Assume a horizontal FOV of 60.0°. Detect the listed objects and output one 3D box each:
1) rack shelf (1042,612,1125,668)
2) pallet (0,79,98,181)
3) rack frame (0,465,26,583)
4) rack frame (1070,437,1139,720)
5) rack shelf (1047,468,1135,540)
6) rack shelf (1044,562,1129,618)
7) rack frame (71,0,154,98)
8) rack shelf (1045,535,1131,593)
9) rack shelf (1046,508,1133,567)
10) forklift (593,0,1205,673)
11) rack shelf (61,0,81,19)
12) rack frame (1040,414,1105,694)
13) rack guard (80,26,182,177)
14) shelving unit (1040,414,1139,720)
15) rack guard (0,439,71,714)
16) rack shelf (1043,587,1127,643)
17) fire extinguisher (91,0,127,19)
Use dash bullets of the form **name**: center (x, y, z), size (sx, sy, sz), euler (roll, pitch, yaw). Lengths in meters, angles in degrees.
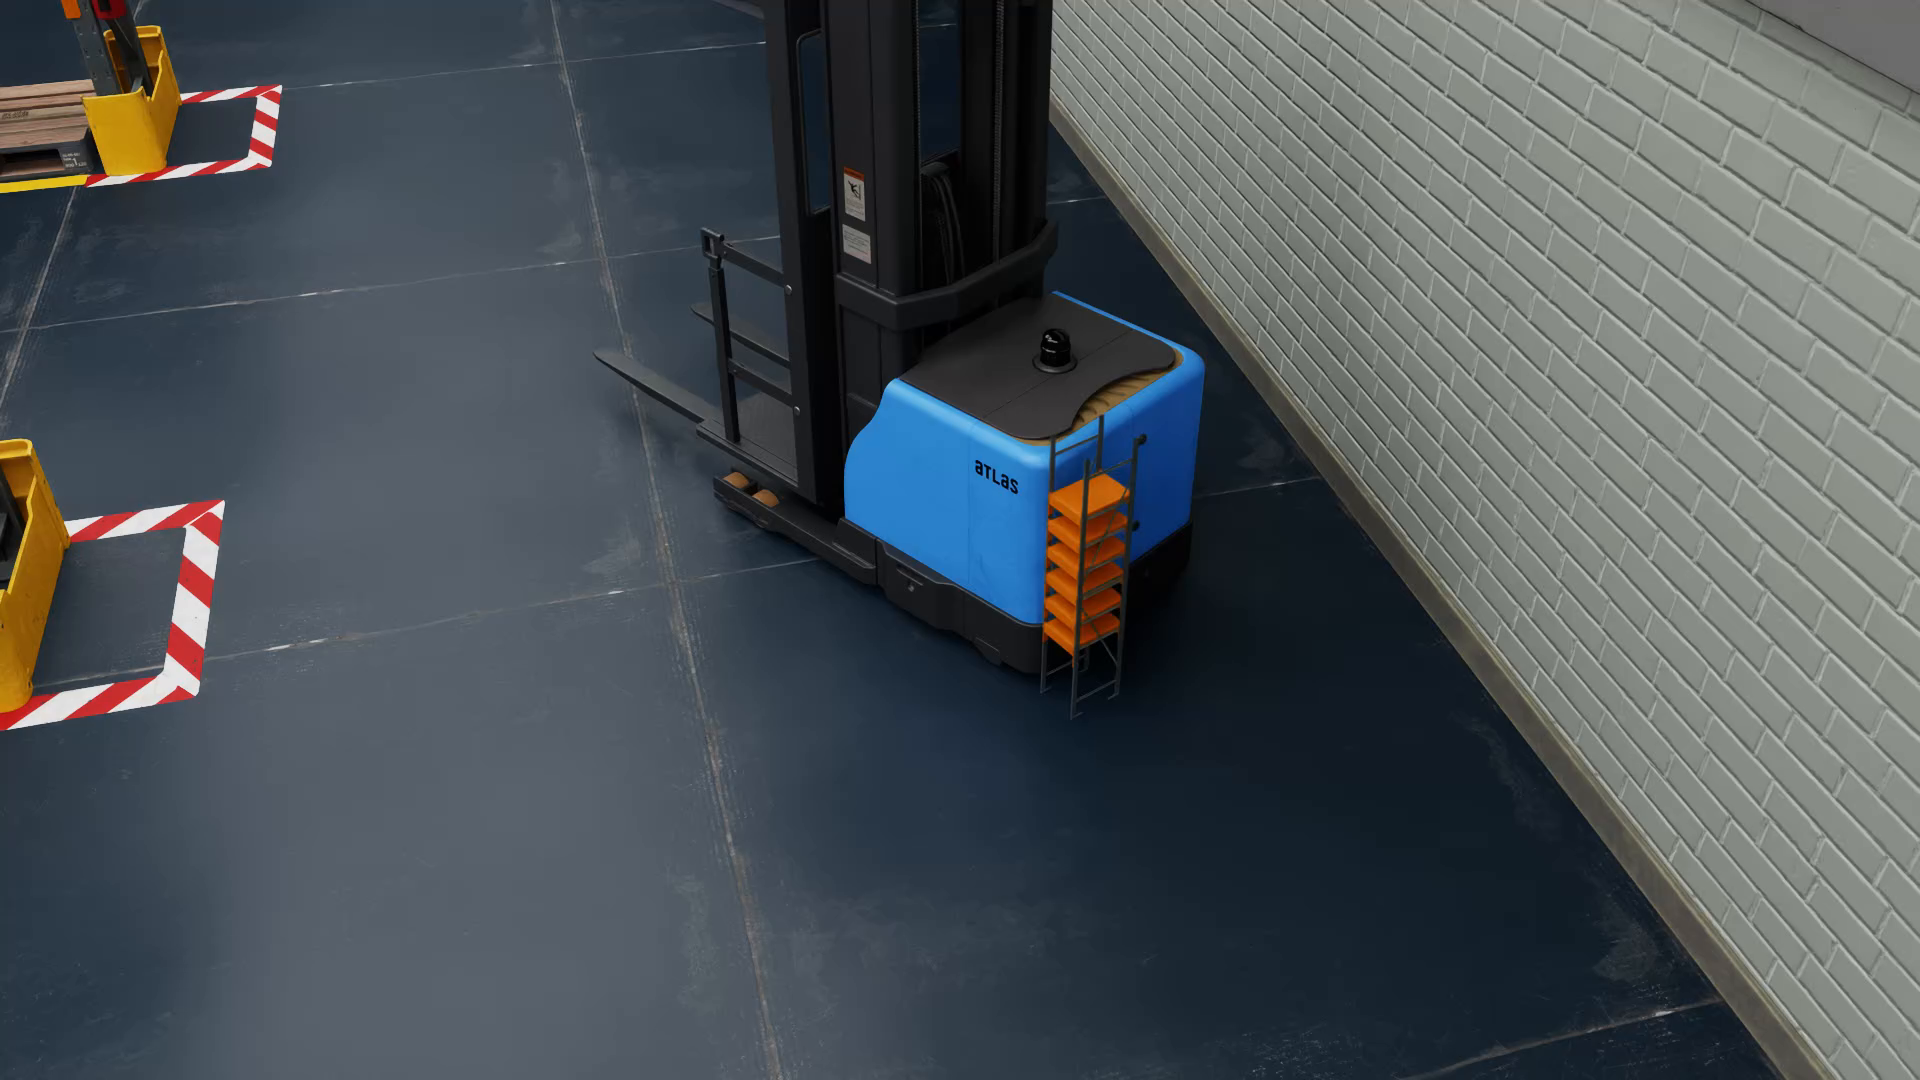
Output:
- **rack shelf**: center (0.465, 0.347, 6.277), size (0.258, 0.103, 0.180), euler (-24, 44, -28)
- **pallet**: center (-6.028, -2.544, 10.402), size (1.213, 0.211, 1.003), euler (-9, 38, -12)
- **rack frame**: center (-3.930, -0.854, 5.898), size (0.127, 3.000, 1.000), euler (-9, 38, -12)
- **rack frame**: center (0.520, 0.166, 6.046), size (0.240, 1.200, 0.006), euler (-24, 44, -28)
- **rack shelf**: center (0.465, -0.130, 5.912), size (0.258, 0.103, 0.180), euler (-24, 44, -28)
- **rack shelf**: center (0.465, 0.156, 6.131), size (0.258, 0.103, 0.180), euler (-24, 44, -28)
- **rack frame**: center (-5.221, -3.759, 9.695), size (0.127, 3.000, 1.000), euler (-9, 38, -12)
- **rack shelf**: center (0.465, 0.061, 6.058), size (0.258, 0.103, 0.180), euler (-24, 44, -28)
- **rack shelf**: center (0.465, -0.034, 5.985), size (0.258, 0.103, 0.180), euler (-24, 44, -28)
- **forklift**: center (-0.454, -1.423, 6.697), size (3.031, 2.935, 1.130), euler (30, 46, 33)
- **rack shelf**: center (-7.152, -3.157, 9.500), size (4.000, 0.370, 1.077), euler (-9, 38, -12)
- **rack frame**: center (0.411, 0.076, 6.163), size (0.240, 1.200, 0.006), euler (-24, 44, -28)
- **rack guard**: center (-5.201, -2.778, 10.470), size (0.348, 0.500, 1.175), euler (-9, 38, -12)
- **shelving unit**: center (0.465, 0.121, 6.104), size (0.258, 1.200, 0.189), euler (-24, 44, -28)
- **rack guard**: center (-3.907, 0.135, 6.662), size (0.348, 0.500, 1.175), euler (-9, 38, -12)
- **rack shelf**: center (0.465, 0.252, 6.204), size (0.258, 0.103, 0.180), euler (-24, 44, -28)
- **fire extinguisher**: center (-4.957, -3.338, 9.515), size (0.183, 0.674, 0.296), euler (-9, 38, -12)
